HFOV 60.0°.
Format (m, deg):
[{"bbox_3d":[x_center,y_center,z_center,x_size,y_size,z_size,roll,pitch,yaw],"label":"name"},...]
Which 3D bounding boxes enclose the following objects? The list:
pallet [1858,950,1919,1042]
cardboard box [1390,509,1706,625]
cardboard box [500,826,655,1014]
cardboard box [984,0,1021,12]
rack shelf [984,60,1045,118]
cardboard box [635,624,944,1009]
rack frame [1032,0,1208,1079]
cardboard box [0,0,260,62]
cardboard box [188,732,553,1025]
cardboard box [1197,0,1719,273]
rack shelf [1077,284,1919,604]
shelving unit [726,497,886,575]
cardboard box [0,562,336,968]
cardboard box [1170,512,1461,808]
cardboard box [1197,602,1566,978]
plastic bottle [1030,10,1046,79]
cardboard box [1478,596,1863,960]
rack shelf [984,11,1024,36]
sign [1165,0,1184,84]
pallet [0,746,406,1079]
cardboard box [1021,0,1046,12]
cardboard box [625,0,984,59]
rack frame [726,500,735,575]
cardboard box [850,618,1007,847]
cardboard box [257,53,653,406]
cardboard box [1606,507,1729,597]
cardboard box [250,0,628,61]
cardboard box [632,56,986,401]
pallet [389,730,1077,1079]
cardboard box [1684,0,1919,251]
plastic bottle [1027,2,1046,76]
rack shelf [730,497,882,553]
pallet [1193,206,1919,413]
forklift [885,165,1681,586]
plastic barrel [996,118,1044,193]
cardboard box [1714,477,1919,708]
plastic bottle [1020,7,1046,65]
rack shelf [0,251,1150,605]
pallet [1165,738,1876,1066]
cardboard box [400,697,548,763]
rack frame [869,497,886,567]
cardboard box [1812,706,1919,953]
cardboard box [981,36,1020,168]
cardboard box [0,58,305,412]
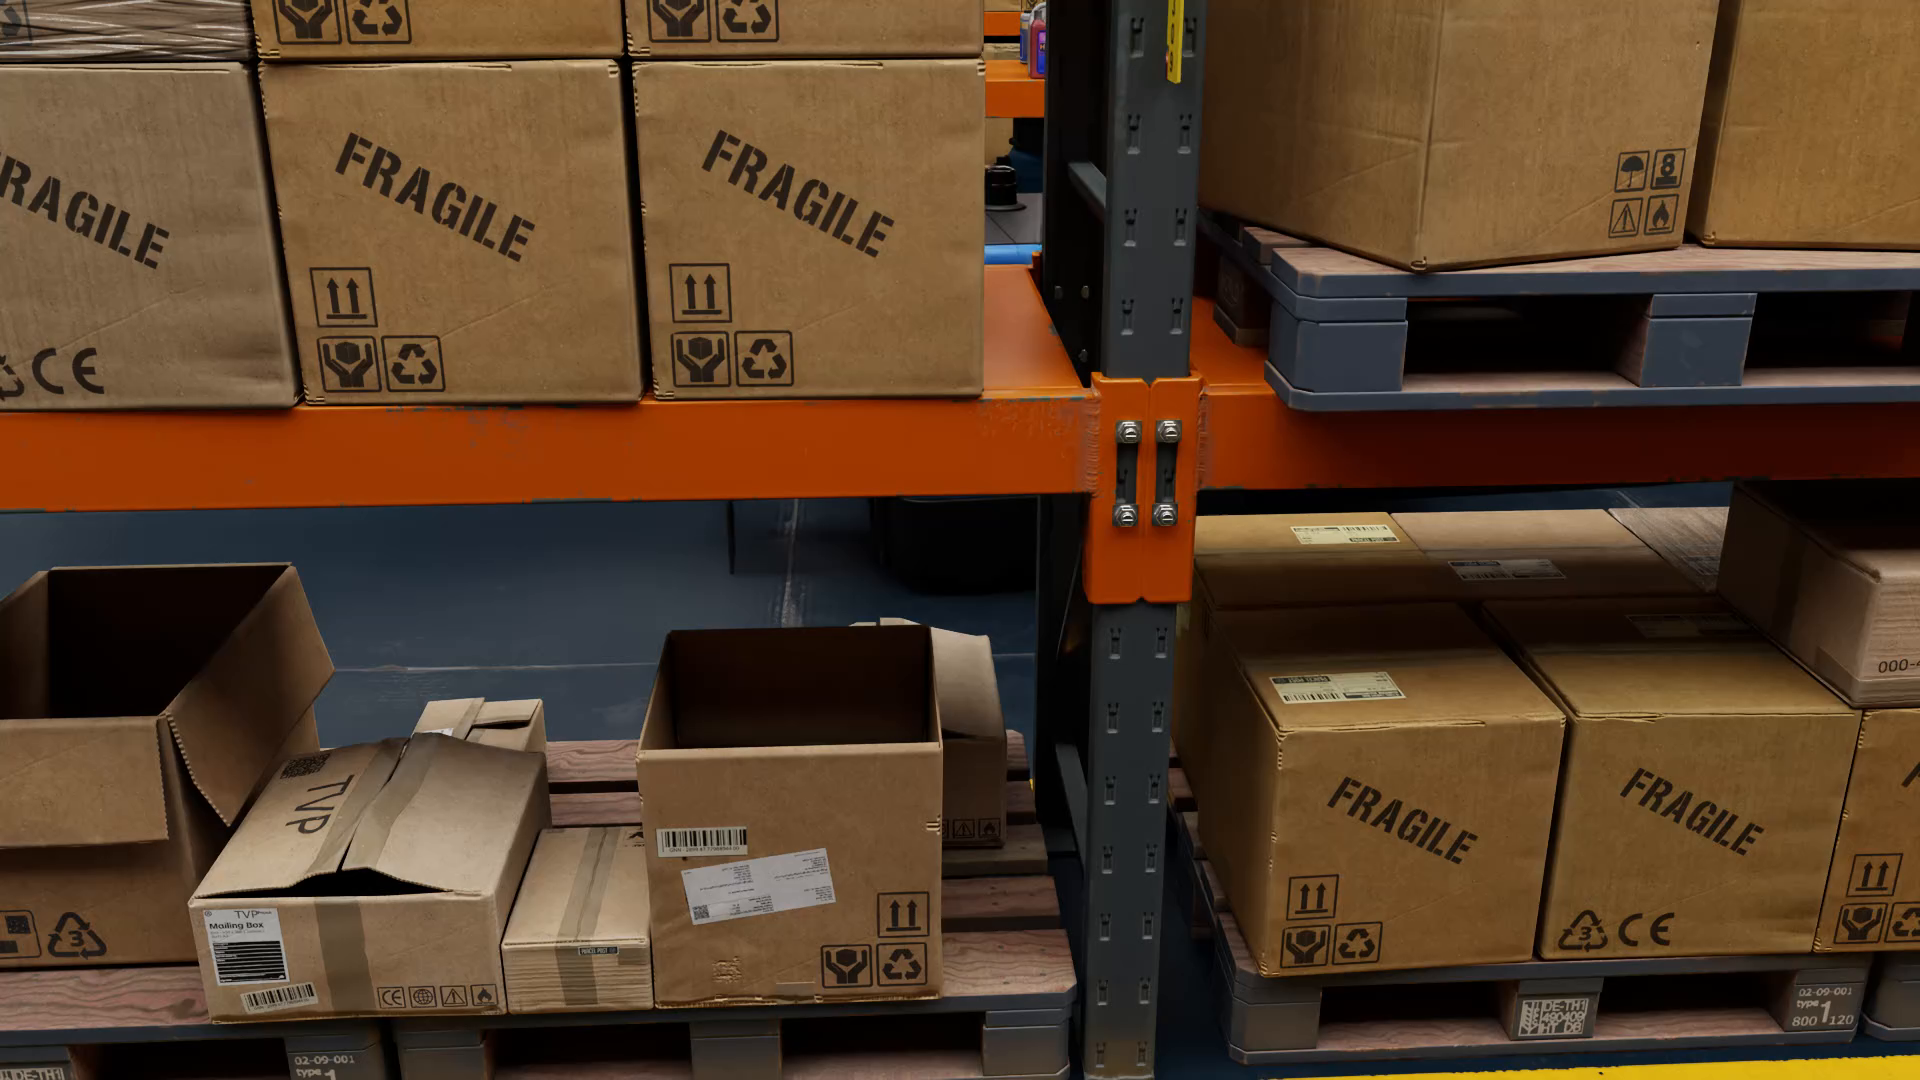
[{"bbox_3d":[2.292,0.658,3.595,1.213,0.211,1.003,-1,21,-3],"label":"pallet"},{"bbox_3d":[1.232,0.255,3.631,0.500,0.500,0.500,-1,21,-3],"label":"cardboard box"},{"bbox_3d":[-0.662,0.679,3.010,0.250,0.149,0.380,-1,21,-3],"label":"cardboard box"},{"bbox_3d":[0.173,-4.075,11.969,0.500,0.500,0.500,-1,21,-3],"label":"cardboard box"},{"bbox_3d":[1.979,-2.053,7.809,4.000,0.370,1.077,-1,21,-3],"label":"rack shelf"},{"bbox_3d":[-0.291,0.486,3.024,0.500,0.500,0.500,-1,21,-3],"label":"cardboard box"},{"bbox_3d":[0.261,-0.589,2.952,0.127,3.000,1.000,-1,21,-3],"label":"rack frame"},{"bbox_3d":[-1.243,-0.979,2.432,0.500,0.500,0.500,-1,21,-3],"label":"cardboard box"},{"bbox_3d":[-1.040,0.590,3.017,0.500,0.311,0.500,-1,21,-3],"label":"cardboard box"},{"bbox_3d":[0.747,-0.762,2.676,0.500,0.500,0.700,-9,22,-21],"label":"cardboard box"},{"bbox_3d":[2.258,-0.293,3.187,4.000,0.370,1.077,-1,21,-3],"label":"rack shelf"},{"bbox_3d":[-0.518,-0.953,5.174,0.503,2.100,0.431,-3,21,-8],"label":"shelving unit"},{"bbox_3d":[-1.614,0.412,3.213,0.637,0.503,0.797,-1,21,-3],"label":"cardboard box"},{"bbox_3d":[0.738,0.262,3.613,0.500,0.500,0.500,-1,21,-3],"label":"cardboard box"},{"bbox_3d":[0.758,0.450,3.117,0.500,0.500,0.500,-2,21,-5],"label":"cardboard box"},{"bbox_3d":[0.373,-2.150,7.217,0.133,0.283,0.061,-1,21,-3],"label":"plastic bottle"},{"bbox_3d":[1.290,0.436,3.156,0.500,0.500,0.500,-1,21,-2],"label":"cardboard box"},{"bbox_3d":[1.696,-3.813,12.430,4.000,0.370,1.077,-1,21,-3],"label":"rack shelf"},{"bbox_3d":[0.300,-0.801,2.292,0.005,0.325,0.100,-1,21,-3],"label":"sign"},{"bbox_3d":[-1.645,0.754,3.345,1.213,0.211,1.003,-1,21,-3],"label":"pallet"},{"bbox_3d":[0.675,-4.086,11.997,0.500,0.500,0.500,-1,21,-3],"label":"cardboard box"},{"bbox_3d":[-0.229,-1.001,2.488,0.500,0.500,0.500,-1,21,-3],"label":"cardboard box"},{"bbox_3d":[-0.759,-0.941,5.140,0.015,2.100,0.400,-3,21,-8],"label":"rack frame"},{"bbox_3d":[-0.170,0.394,3.532,0.500,0.311,0.500,-1,21,-3],"label":"cardboard box"},{"bbox_3d":[-0.738,-0.524,2.640,0.500,0.500,0.500,-1,21,-2],"label":"cardboard box"},{"bbox_3d":[1.732,0.245,3.658,0.500,0.500,0.500,-1,21,-2],"label":"cardboard box"},{"bbox_3d":[-0.740,-0.989,2.458,0.500,0.500,0.500,-2,21,-4],"label":"cardboard box"},{"bbox_3d":[-0.223,-0.534,2.669,0.500,0.500,0.500,-1,21,-2],"label":"cardboard box"},{"bbox_3d":[-0.424,0.728,3.413,1.213,0.211,1.003,-1,21,-3],"label":"pallet"},{"bbox_3d":[1.430,-0.799,2.772,0.500,0.500,0.700,2,21,6],"label":"cardboard box"},{"bbox_3d":[0.393,-2.218,7.302,0.185,0.351,0.144,-1,21,-3],"label":"plastic bottle"},{"bbox_3d":[-0.518,-0.286,5.428,0.480,0.518,0.431,-3,21,-8],"label":"rack shelf"},{"bbox_3d":[1.065,-0.477,2.927,1.213,0.211,1.003,-1,21,-3],"label":"pallet"},{"bbox_3d":[1.230,-1.452,5.314,3.031,2.935,1.130,-3,21,-8],"label":"forklift"},{"bbox_3d":[0.526,-1.569,7.886,0.708,0.901,0.600,-1,21,-3],"label":"plastic barrel"},{"bbox_3d":[1.757,0.080,3.037,0.500,0.250,0.500,-1,21,-3],"label":"cardboard box"},{"bbox_3d":[0.357,-2.414,7.919,0.135,0.276,0.152,-1,21,-3],"label":"plastic bottle"},{"bbox_3d":[-1.735,-0.212,2.974,4.000,0.370,1.077,-1,21,-3],"label":"rack shelf"},{"bbox_3d":[1.071,0.684,3.527,1.213,0.211,1.003,-1,21,-3],"label":"pallet"},{"bbox_3d":[-1.033,0.482,3.502,0.250,0.166,0.380,-1,21,-3],"label":"cardboard box"},{"bbox_3d":[-0.276,-0.966,5.207,0.015,2.100,0.400,-3,21,-8],"label":"rack frame"},{"bbox_3d":[1.789,0.428,3.176,0.500,0.500,0.500,-1,21,-2],"label":"cardboard box"},{"bbox_3d":[0.337,-3.332,12.552,0.875,0.875,1.225,-1,21,-3],"label":"cardboard box"},{"bbox_3d":[-1.250,-0.512,2.610,0.500,0.500,0.500,-1,21,-2],"label":"cardboard box"}]
